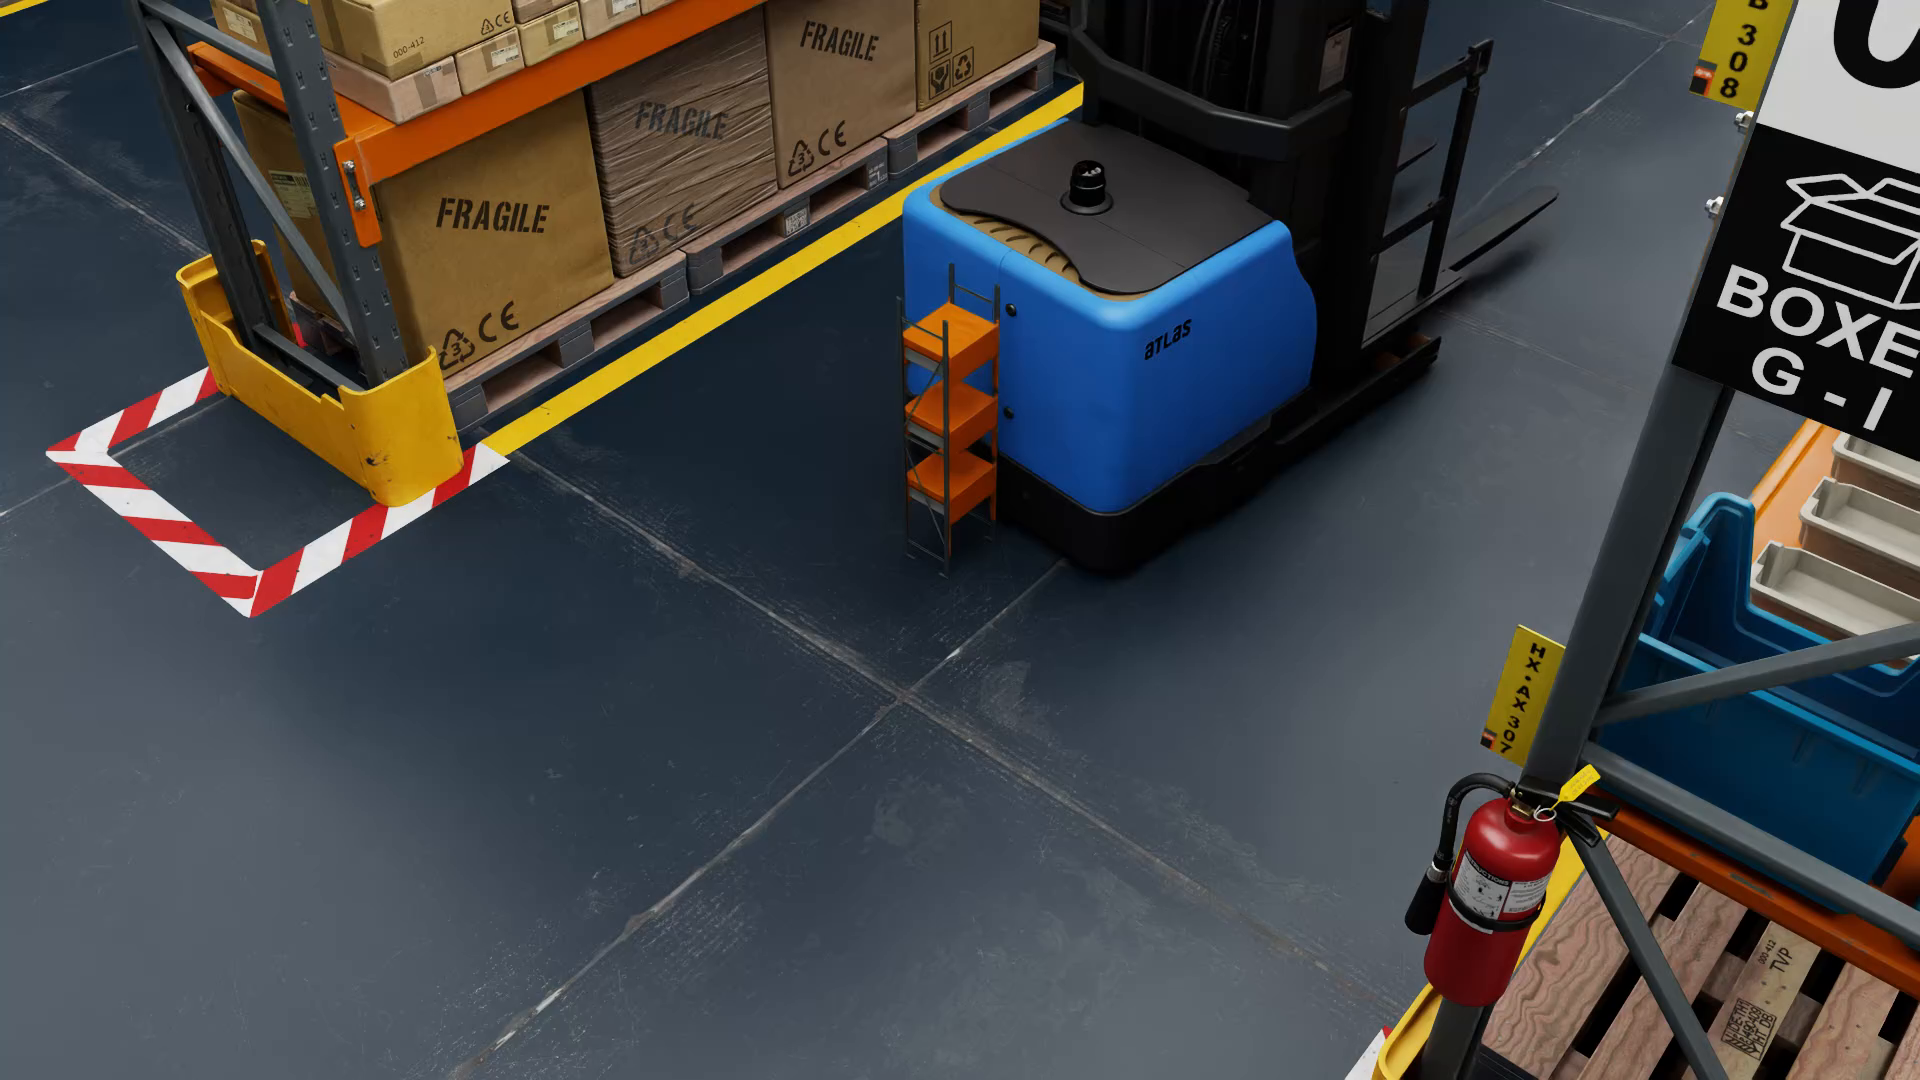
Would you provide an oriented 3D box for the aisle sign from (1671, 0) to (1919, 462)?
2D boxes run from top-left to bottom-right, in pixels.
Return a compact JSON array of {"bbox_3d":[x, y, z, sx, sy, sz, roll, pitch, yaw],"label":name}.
[{"bbox_3d":[1.203,-0.467,2.102,0.394,0.787,0.004,29,50,28],"label":"aisle sign"}]

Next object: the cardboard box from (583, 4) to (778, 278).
[{"bbox_3d":[-1.381,-1.762,6.726,0.875,0.875,0.875,29,50,28],"label":"cardboard box"}]

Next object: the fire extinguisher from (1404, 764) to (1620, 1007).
[{"bbox_3d":[1.028,0.632,3.160,0.296,0.674,0.183,29,50,28],"label":"fire extinguisher"}]

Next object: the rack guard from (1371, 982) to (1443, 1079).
[{"bbox_3d":[1.468,1.527,3.699,1.175,0.500,0.348,29,50,28],"label":"rack guard"}]

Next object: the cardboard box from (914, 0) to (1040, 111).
[{"bbox_3d":[-0.229,-2.684,7.739,0.875,0.875,0.875,29,50,28],"label":"cardboard box"}]

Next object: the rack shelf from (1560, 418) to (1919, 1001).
[{"bbox_3d":[2.760,-0.180,4.252,1.077,0.370,4.000,29,50,28],"label":"rack shelf"}]

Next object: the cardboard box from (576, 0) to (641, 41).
[{"bbox_3d":[-1.341,-1.907,5.804,0.380,0.149,0.250,29,50,28],"label":"cardboard box"}]

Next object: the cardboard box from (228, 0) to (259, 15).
[{"bbox_3d":[-2.209,-1.979,5.587,0.500,0.250,0.500,29,50,28],"label":"cardboard box"}]

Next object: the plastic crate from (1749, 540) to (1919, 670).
[{"bbox_3d":[1.860,0.161,3.494,0.396,0.136,0.243,29,50,28],"label":"plastic crate"}]

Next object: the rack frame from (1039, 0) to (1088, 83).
[{"bbox_3d":[0.257,-3.620,7.501,1.000,3.000,0.127,29,50,28],"label":"rack frame"}]

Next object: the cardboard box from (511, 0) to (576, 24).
[{"bbox_3d":[-1.473,-2.016,5.627,0.500,0.250,0.500,29,50,28],"label":"cardboard box"}]

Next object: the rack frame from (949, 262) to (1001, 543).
[{"bbox_3d":[0.044,-0.424,5.436,0.200,1.050,0.008,29,50,28],"label":"rack frame"}]

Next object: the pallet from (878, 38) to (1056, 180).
[{"bbox_3d":[-0.293,-2.231,8.046,1.003,0.211,1.213,29,50,28],"label":"pallet"}]

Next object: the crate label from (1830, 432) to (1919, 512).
[{"bbox_3d":[2.218,-0.136,3.821,0.396,0.136,0.243,29,50,28],"label":"crate label"}]

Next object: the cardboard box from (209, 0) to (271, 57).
[{"bbox_3d":[-2.340,-1.793,5.679,0.380,0.149,0.250,30,50,29],"label":"cardboard box"}]

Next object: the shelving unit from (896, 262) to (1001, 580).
[{"bbox_3d":[-0.034,-0.361,5.367,0.215,1.050,0.252,29,50,28],"label":"shelving unit"}]

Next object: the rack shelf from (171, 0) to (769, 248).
[{"bbox_3d":[-1.030,-2.324,6.611,1.077,0.370,4.000,29,50,28],"label":"rack shelf"}]

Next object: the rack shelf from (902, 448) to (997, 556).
[{"bbox_3d":[-0.034,-0.147,5.561,0.215,0.259,0.240,29,50,28],"label":"rack shelf"}]

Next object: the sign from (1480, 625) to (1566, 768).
[{"bbox_3d":[1.042,0.294,3.076,0.100,0.325,0.005,29,50,28],"label":"sign"}]

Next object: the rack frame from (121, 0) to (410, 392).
[{"bbox_3d":[-2.318,-1.560,5.236,1.000,3.000,0.127,29,50,28],"label":"rack frame"}]

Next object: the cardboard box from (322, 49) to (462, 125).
[{"bbox_3d":[-1.837,-1.507,5.365,0.380,0.149,0.250,30,50,29],"label":"cardboard box"}]

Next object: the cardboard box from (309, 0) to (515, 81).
[{"bbox_3d":[-1.802,-1.745,5.330,0.500,0.250,0.500,28,49,27],"label":"cardboard box"}]

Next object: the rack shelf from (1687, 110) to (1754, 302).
[{"bbox_3d":[2.760,-1.289,3.243,1.077,0.370,4.000,29,50,28],"label":"rack shelf"}]

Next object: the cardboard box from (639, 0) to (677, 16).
[{"bbox_3d":[-1.177,-2.037,5.948,0.380,0.149,0.250,29,49,28],"label":"cardboard box"}]

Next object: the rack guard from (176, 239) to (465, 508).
[{"bbox_3d":[-2.333,-0.623,6.064,1.175,0.500,0.348,29,50,28],"label":"rack guard"}]

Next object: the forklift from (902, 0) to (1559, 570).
[{"bbox_3d":[1.212,-1.859,5.616,3.031,2.935,1.130,-33,51,-31],"label":"forklift"}]

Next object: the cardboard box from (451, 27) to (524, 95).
[{"bbox_3d":[-1.673,-1.640,5.511,0.380,0.149,0.250,29,50,28],"label":"cardboard box"}]

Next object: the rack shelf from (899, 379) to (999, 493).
[{"bbox_3d":[-0.034,-0.353,5.374,0.215,0.259,0.240,29,50,28],"label":"rack shelf"}]

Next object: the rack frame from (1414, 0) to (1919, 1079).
[{"bbox_3d":[1.471,0.583,2.879,0.949,2.616,0.053,29,50,28],"label":"rack frame"}]

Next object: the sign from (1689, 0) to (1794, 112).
[{"bbox_3d":[1.042,-0.717,2.157,0.100,0.325,0.005,29,50,28],"label":"sign"}]

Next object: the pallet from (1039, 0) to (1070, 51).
[{"bbox_3d":[0.696,-3.018,8.912,1.003,0.211,1.213,29,50,28],"label":"pallet"}]

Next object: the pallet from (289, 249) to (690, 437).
[{"bbox_3d":[-1.863,-0.974,6.664,1.003,0.211,1.213,29,50,28],"label":"pallet"}]

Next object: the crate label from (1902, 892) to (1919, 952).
[{"bbox_3d":[1.884,0.639,2.897,0.416,0.233,0.303,29,50,28],"label":"crate label"}]

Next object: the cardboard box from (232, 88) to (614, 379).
[{"bbox_3d":[-1.967,-1.294,6.210,0.875,0.875,0.875,29,50,28],"label":"cardboard box"}]

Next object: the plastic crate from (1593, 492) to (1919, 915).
[{"bbox_3d":[1.546,0.296,3.124,0.616,0.435,0.499,29,50,28],"label":"plastic crate"}]

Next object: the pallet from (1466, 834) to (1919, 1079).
[{"bbox_3d":[2.034,1.208,4.265,1.003,0.211,1.213,29,50,28],"label":"pallet"}]

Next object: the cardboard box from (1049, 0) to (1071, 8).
[{"bbox_3d":[0.653,-3.327,8.447,1.225,0.875,0.875,30,50,29],"label":"cardboard box"}]

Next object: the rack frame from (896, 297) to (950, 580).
[{"bbox_3d":[-0.113,-0.298,5.297,0.200,1.050,0.008,29,50,28],"label":"rack frame"}]

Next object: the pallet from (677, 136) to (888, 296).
[{"bbox_3d":[-1.078,-1.599,7.352,1.003,0.211,1.213,29,50,28],"label":"pallet"}]

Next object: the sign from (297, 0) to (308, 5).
[{"bbox_3d":[-1.897,-1.667,4.651,0.100,0.325,0.005,29,50,28],"label":"sign"}]

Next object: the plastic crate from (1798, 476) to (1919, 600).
[{"bbox_3d":[2.057,0.018,3.652,0.396,0.136,0.243,29,50,28],"label":"plastic crate"}]

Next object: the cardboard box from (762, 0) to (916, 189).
[{"bbox_3d":[-0.809,-2.221,7.230,0.875,0.875,0.875,29,50,28],"label":"cardboard box"}]

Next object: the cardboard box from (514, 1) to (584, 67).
[{"bbox_3d":[-1.508,-1.772,5.656,0.380,0.149,0.250,28,49,28],"label":"cardboard box"}]

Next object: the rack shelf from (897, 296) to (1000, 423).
[{"bbox_3d":[-0.034,-0.563,5.183,0.215,0.259,0.240,29,50,28],"label":"rack shelf"}]
